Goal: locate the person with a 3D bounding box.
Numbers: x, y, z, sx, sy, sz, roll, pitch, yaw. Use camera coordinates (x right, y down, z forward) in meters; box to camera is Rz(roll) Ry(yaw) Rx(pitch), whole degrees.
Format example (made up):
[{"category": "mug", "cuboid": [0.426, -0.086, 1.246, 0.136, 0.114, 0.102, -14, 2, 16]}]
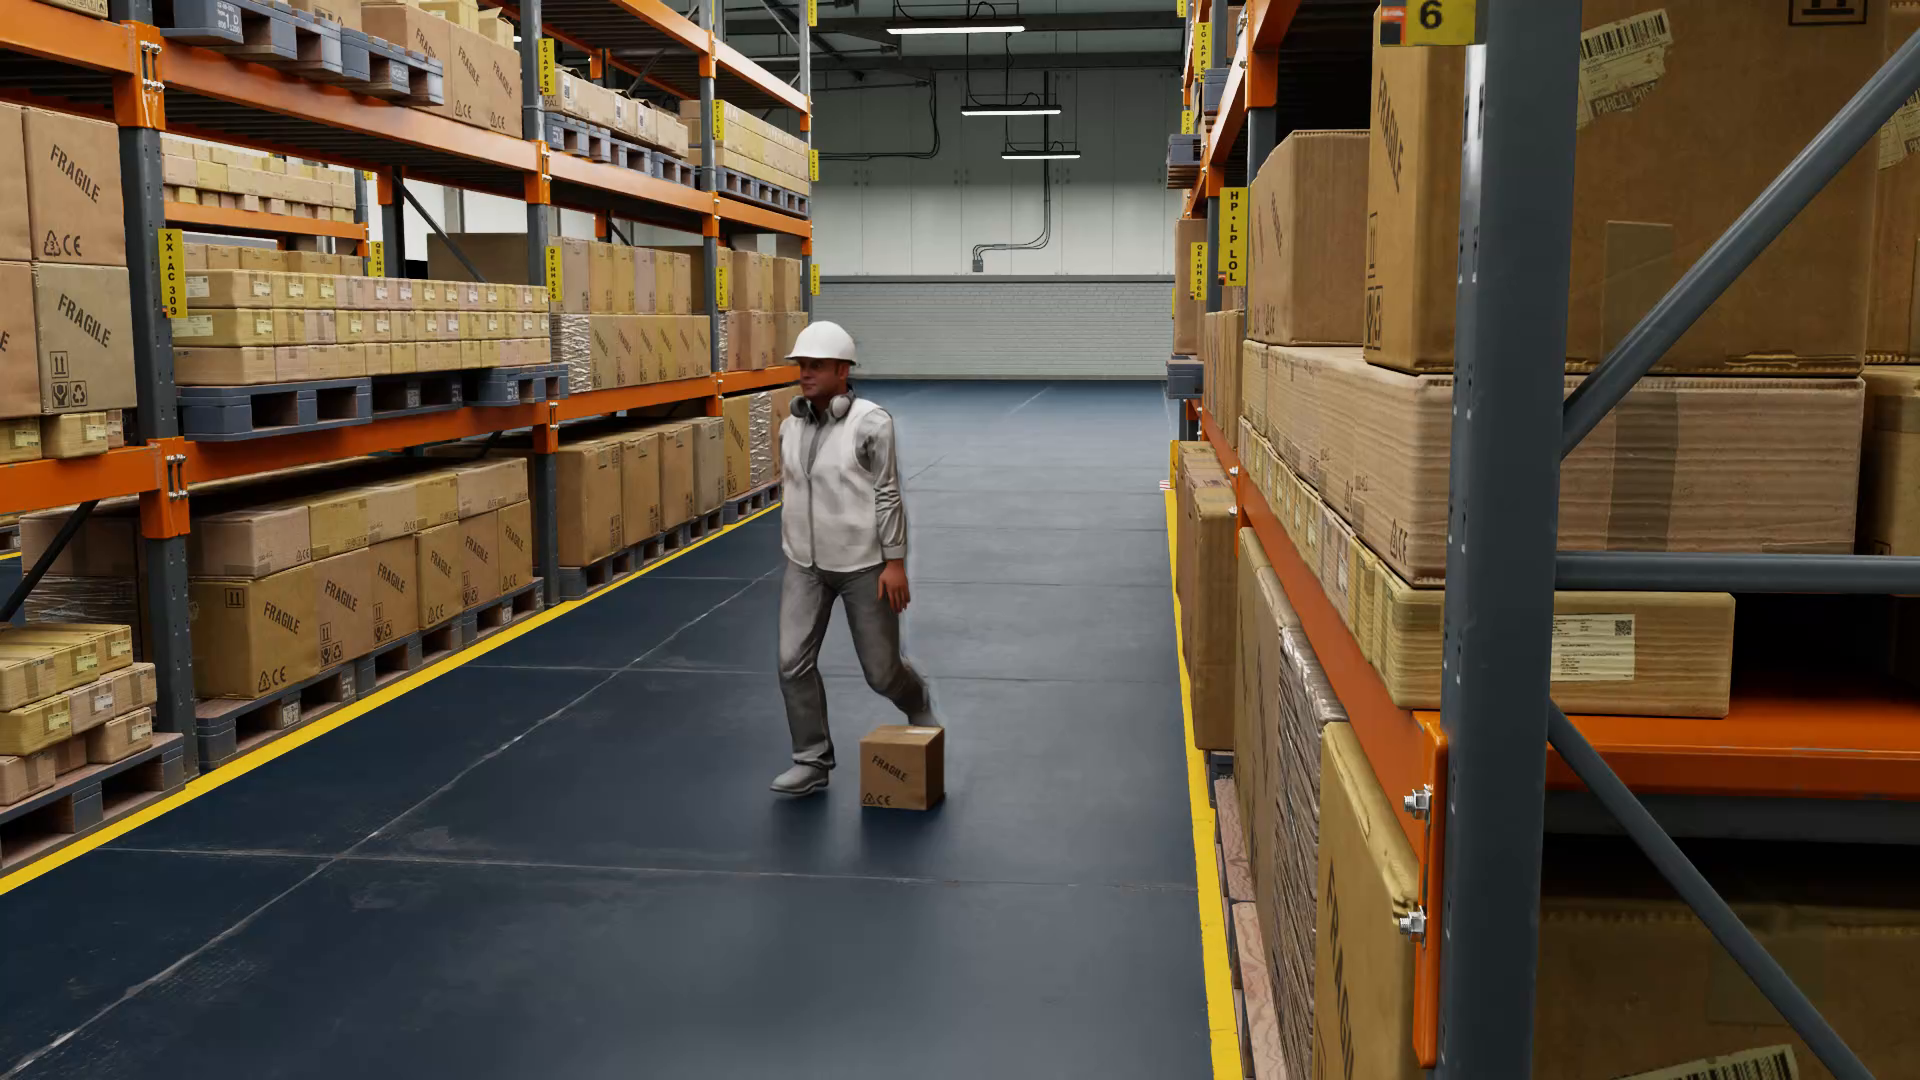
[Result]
[{"category": "person", "cuboid": [-0.394, 0.052, 6.266, 0.570, 1.737, 0.799, 4, 8, 27]}]
